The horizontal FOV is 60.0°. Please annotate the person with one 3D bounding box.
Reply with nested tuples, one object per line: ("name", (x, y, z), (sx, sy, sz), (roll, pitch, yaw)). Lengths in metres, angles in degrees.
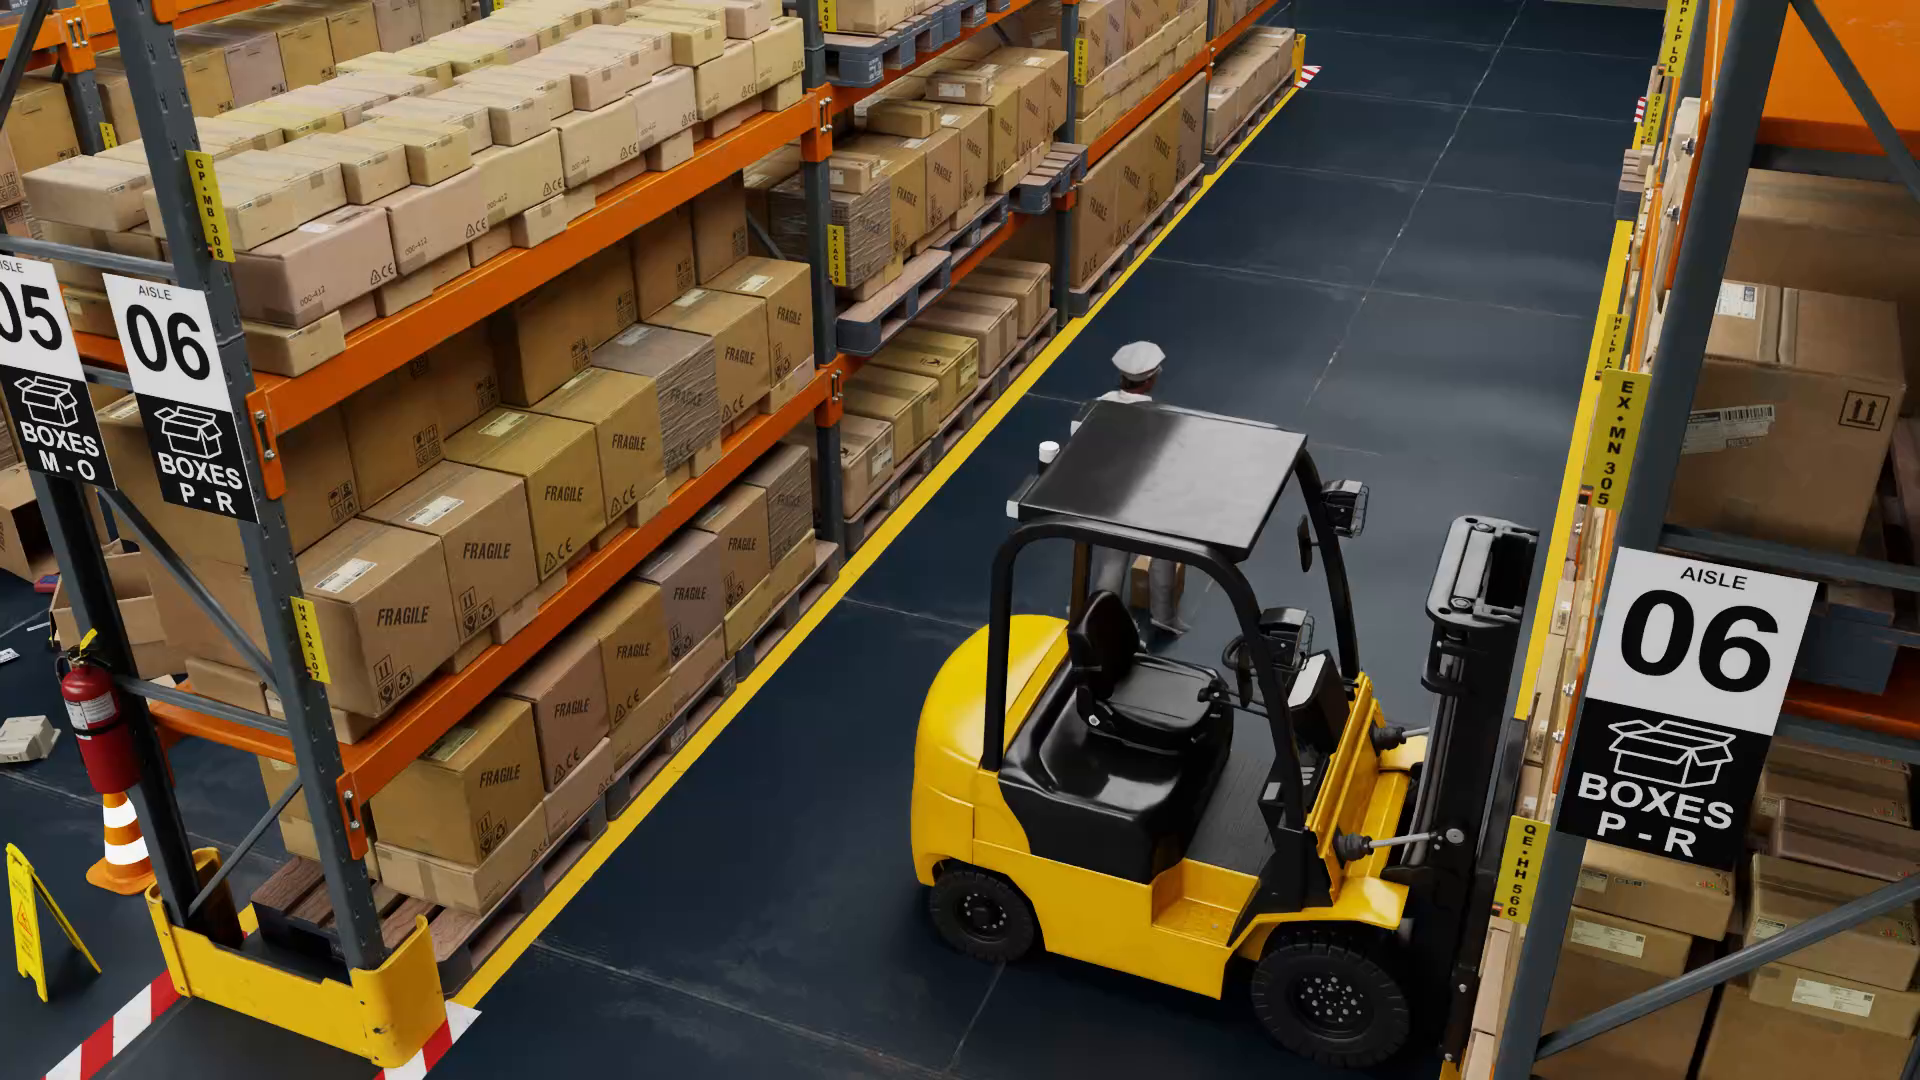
("person", (0.937, -0.207, 8.777), (0.497, 1.734, 0.579), (25, 38, 36))
